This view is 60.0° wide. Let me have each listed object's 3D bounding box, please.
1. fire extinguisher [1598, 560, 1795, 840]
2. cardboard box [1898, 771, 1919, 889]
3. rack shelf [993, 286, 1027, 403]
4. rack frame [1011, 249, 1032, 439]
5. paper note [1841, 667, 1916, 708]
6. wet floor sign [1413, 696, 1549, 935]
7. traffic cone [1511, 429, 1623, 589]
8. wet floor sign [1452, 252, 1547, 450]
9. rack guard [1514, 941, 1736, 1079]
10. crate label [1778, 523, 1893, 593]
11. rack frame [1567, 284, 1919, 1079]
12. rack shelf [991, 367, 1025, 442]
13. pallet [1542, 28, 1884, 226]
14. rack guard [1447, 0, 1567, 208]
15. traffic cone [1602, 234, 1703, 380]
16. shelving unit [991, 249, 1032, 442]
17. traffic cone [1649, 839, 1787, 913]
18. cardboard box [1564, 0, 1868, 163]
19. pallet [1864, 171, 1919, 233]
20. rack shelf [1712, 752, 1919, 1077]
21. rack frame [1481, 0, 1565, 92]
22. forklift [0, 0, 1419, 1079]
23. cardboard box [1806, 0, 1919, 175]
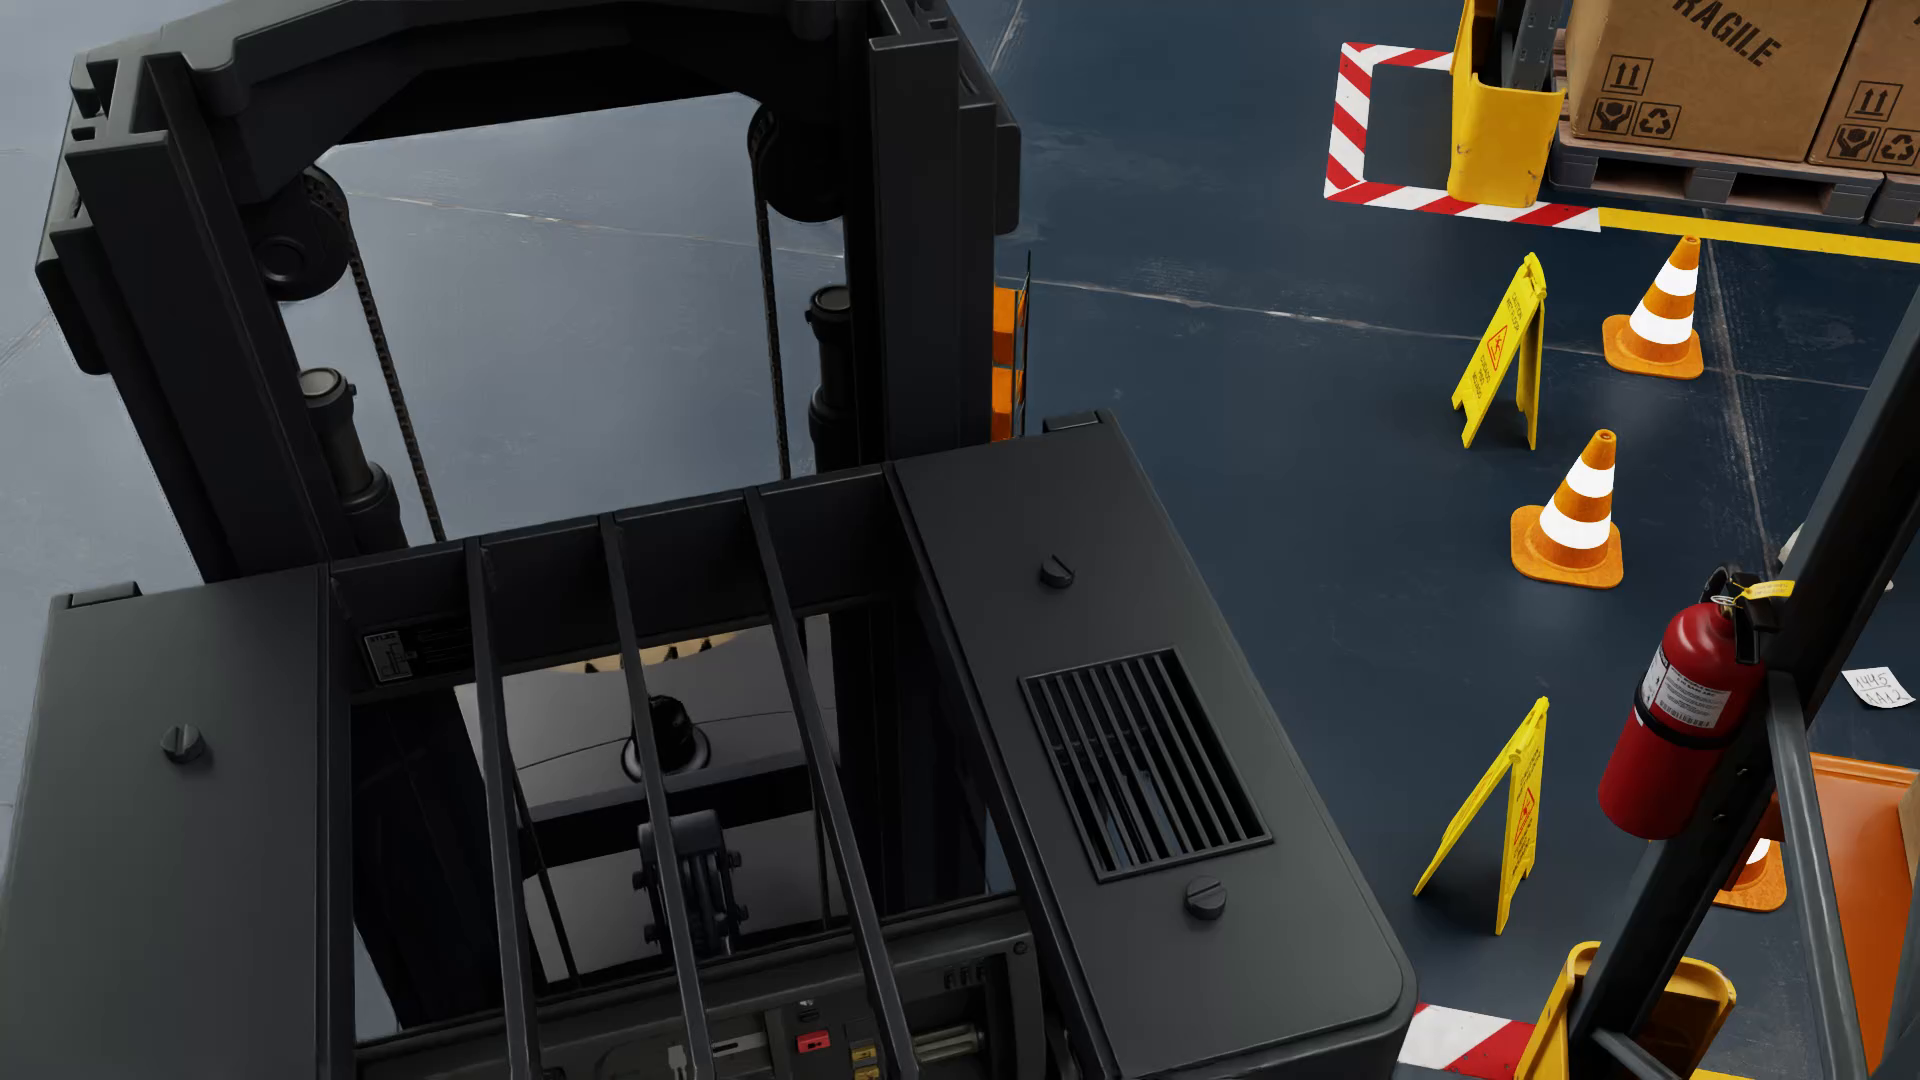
[{"bbox_3d":[1.279,0.254,2.879,0.183,0.674,0.296,9,45,9],"label":"fire extinguisher"},{"bbox_3d":[1.702,0.557,2.689,0.250,0.149,0.380,10,45,10],"label":"cardboard box"},{"bbox_3d":[0.052,-0.567,4.688,0.240,0.259,0.215,9,45,9],"label":"rack shelf"},{"bbox_3d":[0.171,-0.352,4.858,0.008,1.050,0.200,9,45,9],"label":"rack frame"},{"bbox_3d":[2.648,0.421,4.791,0.142,0.019,0.148,-5,44,-5],"label":"paper note"},{"bbox_3d":[1.339,0.650,4.109,0.232,0.644,0.267,24,49,23],"label":"wet floor sign"},{"bbox_3d":[1.902,-0.142,5.063,0.334,0.463,0.336,9,45,9],"label":"traffic cone"},{"bbox_3d":[1.812,-0.626,5.436,0.232,0.644,0.267,2,44,2],"label":"wet floor sign"},{"bbox_3d":[1.365,1.467,3.365,0.348,0.500,1.175,9,45,9],"label":"rack guard"},{"bbox_3d":[2.683,0.053,5.096,0.298,0.136,0.250,-12,45,-12],"label":"crate label"},{"bbox_3d":[1.290,0.557,2.508,0.053,2.616,0.949,9,45,9],"label":"rack frame"},{"bbox_3d":[0.052,-0.363,4.885,0.240,0.259,0.215,9,45,9],"label":"rack shelf"},{"bbox_3d":[3.070,-1.737,6.903,1.213,0.211,1.003,9,45,9],"label":"pallet"},{"bbox_3d":[2.249,-1.913,6.877,0.348,0.500,1.175,9,45,9],"label":"rack guard"},{"bbox_3d":[2.481,-0.855,5.805,0.334,0.463,0.336,9,45,9],"label":"traffic cone"},{"bbox_3d":[0.052,-0.370,4.878,0.252,1.050,0.215,9,45,9],"label":"shelving unit"},{"bbox_3d":[1.992,0.661,4.230,0.334,0.463,0.336,9,45,9],"label":"traffic cone"},{"bbox_3d":[2.949,-2.138,6.538,0.875,0.875,0.875,9,45,9],"label":"cardboard box"},{"bbox_3d":[4.257,-1.551,6.709,1.213,0.211,1.003,9,45,9],"label":"pallet"},{"bbox_3d":[3.242,1.117,2.445,4.000,0.370,1.077,9,45,9],"label":"rack shelf"},{"bbox_3d":[2.273,-2.810,6.007,0.127,3.000,1.000,9,45,9],"label":"rack frame"},{"bbox_3d":[-0.274,0.898,2.203,1.130,2.935,3.031,-11,45,-11],"label":"forklift"},{"bbox_3d":[3.808,-2.006,6.401,0.875,0.875,0.875,8,45,8],"label":"cardboard box"}]
